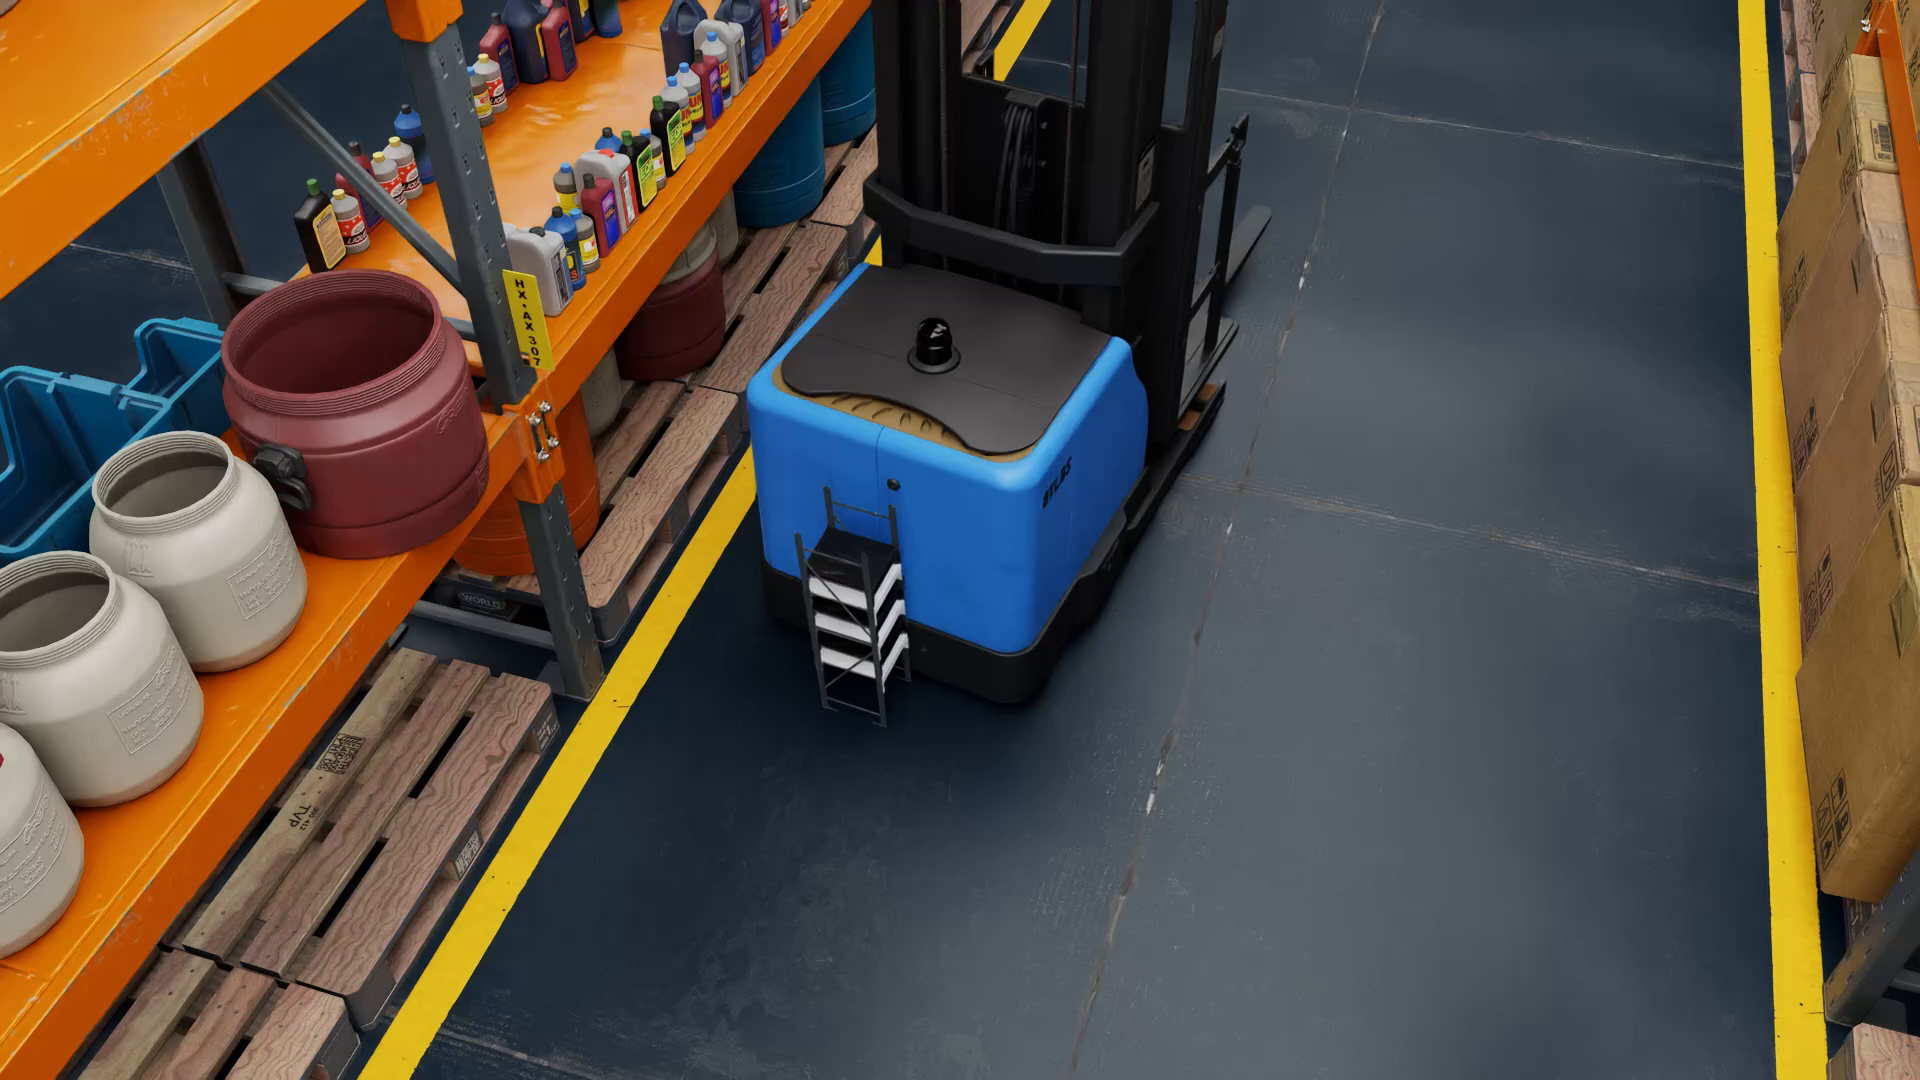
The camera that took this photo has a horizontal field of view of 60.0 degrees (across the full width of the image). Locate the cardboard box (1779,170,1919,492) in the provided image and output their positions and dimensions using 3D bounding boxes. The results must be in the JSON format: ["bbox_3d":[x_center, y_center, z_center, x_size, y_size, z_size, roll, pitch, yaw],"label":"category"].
[{"bbox_3d":[3.768,-0.640,5.978,1.225,0.875,0.875,11,45,11],"label":"cardboard box"}]

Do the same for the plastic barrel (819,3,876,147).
[{"bbox_3d":[-0.689,-2.366,7.723,0.600,0.901,0.708,13,46,13],"label":"plastic barrel"}]

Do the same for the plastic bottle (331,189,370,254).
[{"bbox_3d":[-1.951,-1.020,5.290,0.097,0.201,0.097,0,44,0],"label":"plastic bottle"}]

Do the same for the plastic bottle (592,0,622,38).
[{"bbox_3d":[-1.345,-2.047,6.289,0.097,0.271,0.097,0,44,0],"label":"plastic bottle"}]

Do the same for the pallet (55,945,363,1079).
[{"bbox_3d":[-2.362,1.657,4.406,1.003,0.211,1.213,13,46,13],"label":"pallet"}]

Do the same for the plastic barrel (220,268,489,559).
[{"bbox_3d":[-1.571,-0.334,4.349,0.600,0.536,0.708,13,46,13],"label":"plastic barrel"}]

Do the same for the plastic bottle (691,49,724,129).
[{"bbox_3d":[-0.887,-1.597,5.821,0.061,0.283,0.133,13,46,13],"label":"plastic bottle"}]

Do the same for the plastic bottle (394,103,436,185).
[{"bbox_3d":[-1.823,-1.329,5.556,0.097,0.271,0.097,0,44,0],"label":"plastic bottle"}]

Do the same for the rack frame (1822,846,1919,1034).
[{"bbox_3d":[3.001,0.391,3.706,1.000,3.000,0.127,13,46,13],"label":"rack frame"}]

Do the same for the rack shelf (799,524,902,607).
[{"bbox_3d":[-0.340,0.079,5.178,0.258,0.077,0.200,16,52,16],"label":"rack shelf"}]

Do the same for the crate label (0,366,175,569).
[{"bbox_3d":[-2.278,-0.066,4.148,0.502,0.435,0.616,13,46,13],"label":"crate label"}]

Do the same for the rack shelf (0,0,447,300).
[{"bbox_3d":[-2.325,-0.140,2.618,1.077,0.370,4.000,13,46,13],"label":"rack shelf"}]

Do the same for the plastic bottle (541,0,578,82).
[{"bbox_3d":[-1.464,-1.831,6.060,0.061,0.283,0.133,13,46,13],"label":"plastic bottle"}]

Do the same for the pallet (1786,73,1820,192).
[{"bbox_3d":[4.517,-1.769,7.907,1.003,0.211,1.213,13,46,13],"label":"pallet"}]

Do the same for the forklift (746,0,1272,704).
[{"bbox_3d":[0.419,-1.531,5.719,1.130,2.935,3.031,19,48,19],"label":"forklift"}]

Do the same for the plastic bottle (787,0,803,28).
[{"bbox_3d":[-0.694,-2.125,6.366,0.152,0.276,0.135,13,46,13],"label":"plastic bottle"}]

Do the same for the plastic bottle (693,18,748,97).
[{"bbox_3d":[-0.861,-1.758,5.991,0.152,0.276,0.135,13,46,13],"label":"plastic bottle"}]

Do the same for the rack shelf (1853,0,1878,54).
[{"bbox_3d":[4.818,-3.352,8.045,1.077,0.370,4.000,13,46,13],"label":"rack shelf"}]

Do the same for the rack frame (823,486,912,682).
[{"bbox_3d":[-0.294,0.162,5.417,0.240,0.900,0.006,16,52,16],"label":"rack frame"}]

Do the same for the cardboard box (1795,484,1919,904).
[{"bbox_3d":[3.230,0.544,4.768,1.225,0.875,0.875,11,45,11],"label":"cardboard box"}]

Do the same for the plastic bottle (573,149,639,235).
[{"bbox_3d":[-1.140,-1.142,5.361,0.152,0.276,0.135,13,46,13],"label":"plastic bottle"}]

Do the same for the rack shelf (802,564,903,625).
[{"bbox_3d":[-0.337,0.137,5.246,0.258,0.077,0.200,16,52,16],"label":"rack shelf"}]

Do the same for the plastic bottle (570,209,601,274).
[{"bbox_3d":[-1.190,-0.944,5.212,0.097,0.201,0.097,0,44,0],"label":"plastic bottle"}]

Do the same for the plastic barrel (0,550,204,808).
[{"bbox_3d":[-1.955,0.313,3.705,0.421,0.512,0.421,0,44,0],"label":"plastic barrel"}]

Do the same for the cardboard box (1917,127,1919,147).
[{"bbox_3d":[3.531,-1.389,5.453,0.500,0.500,0.500,12,46,12],"label":"cardboard box"}]

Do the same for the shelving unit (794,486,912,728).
[{"bbox_3d":[-0.332,0.233,5.357,0.258,0.900,0.210,16,52,16],"label":"shelving unit"}]

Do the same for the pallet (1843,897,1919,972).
[{"bbox_3d":[3.311,0.878,5.202,1.003,0.211,1.213,13,46,13],"label":"pallet"}]

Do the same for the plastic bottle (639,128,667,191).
[{"bbox_3d":[-1.039,-1.276,5.552,0.097,0.201,0.097,0,44,0],"label":"plastic bottle"}]

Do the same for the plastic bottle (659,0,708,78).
[{"bbox_3d":[-0.994,-1.833,6.014,0.144,0.351,0.185,13,46,13],"label":"plastic bottle"}]

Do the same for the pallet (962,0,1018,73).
[{"bbox_3d":[-0.323,-2.826,8.987,1.003,0.211,1.213,13,46,13],"label":"pallet"}]

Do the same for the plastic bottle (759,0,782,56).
[{"bbox_3d":[-0.720,-1.964,6.196,0.061,0.283,0.133,13,46,13],"label":"plastic bottle"}]

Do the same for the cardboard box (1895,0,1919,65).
[{"bbox_3d":[3.835,-2.058,6.137,0.500,0.500,0.500,13,46,13],"label":"cardboard box"}]

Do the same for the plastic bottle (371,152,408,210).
[{"bbox_3d":[-1.881,-1.174,5.447,0.097,0.201,0.097,0,44,0],"label":"plastic bottle"}]

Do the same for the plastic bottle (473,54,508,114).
[{"bbox_3d":[-1.675,-1.628,5.912,0.097,0.201,0.097,0,44,0],"label":"plastic bottle"}]

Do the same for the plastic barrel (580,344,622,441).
[{"bbox_3d":[-1.502,-0.644,6.242,0.421,0.512,0.421,0,44,0],"label":"plastic barrel"}]

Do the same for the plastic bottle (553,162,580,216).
[{"bbox_3d":[-1.265,-1.130,5.402,0.097,0.201,0.097,0,44,0],"label":"plastic bottle"}]

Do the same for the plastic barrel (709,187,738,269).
[{"bbox_3d":[-1.160,-1.397,7.012,0.421,0.512,0.421,0,44,0],"label":"plastic barrel"}]

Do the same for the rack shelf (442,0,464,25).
[{"bbox_3d":[-1.114,-2.807,5.343,1.077,0.370,4.000,13,46,13],"label":"rack shelf"}]

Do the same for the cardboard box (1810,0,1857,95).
[{"bbox_3d":[4.761,-2.689,8.072,0.875,0.875,0.875,13,46,13],"label":"cardboard box"}]

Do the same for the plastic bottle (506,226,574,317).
[{"bbox_3d":[-1.281,-0.834,5.046,0.152,0.276,0.135,13,46,13],"label":"plastic bottle"}]

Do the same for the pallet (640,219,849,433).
[{"bbox_3d":[-1.149,-1.007,7.128,1.003,0.211,1.213,13,46,13],"label":"pallet"}]

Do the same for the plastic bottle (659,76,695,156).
[{"bbox_3d":[-0.969,-1.455,5.684,0.097,0.271,0.097,0,44,0],"label":"plastic bottle"}]

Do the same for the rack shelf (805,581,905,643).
[{"bbox_3d":[-0.334,0.196,5.314,0.258,0.077,0.200,16,52,16],"label":"rack shelf"}]
